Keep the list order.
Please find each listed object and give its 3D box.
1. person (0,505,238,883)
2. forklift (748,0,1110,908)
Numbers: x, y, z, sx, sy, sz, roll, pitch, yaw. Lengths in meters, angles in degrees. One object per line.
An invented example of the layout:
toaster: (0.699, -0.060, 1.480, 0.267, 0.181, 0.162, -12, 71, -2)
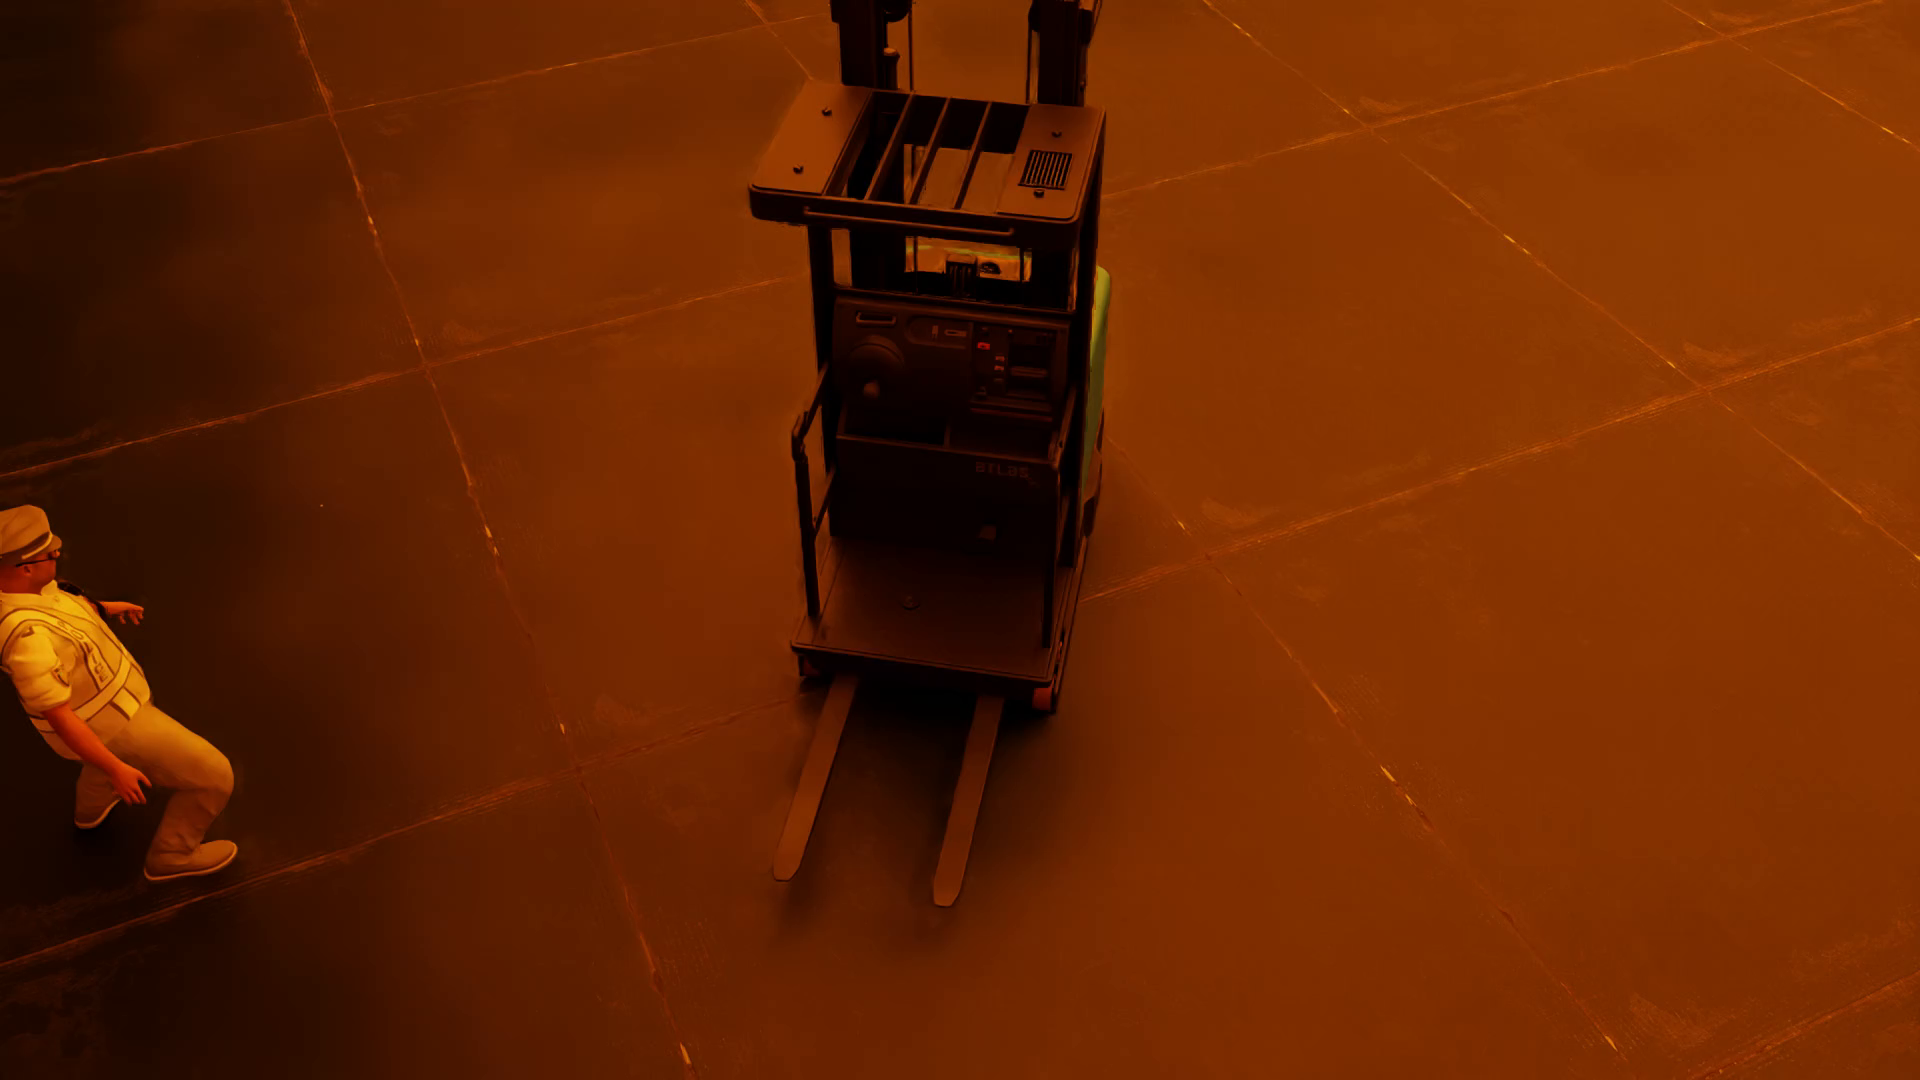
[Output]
person: (-3.126, 0.566, 6.050, 0.633, 1.639, 0.958, -22, 47, -21)
forklift: (-0.080, -0.624, 6.349, 1.130, 2.935, 3.031, 7, 44, 8)
